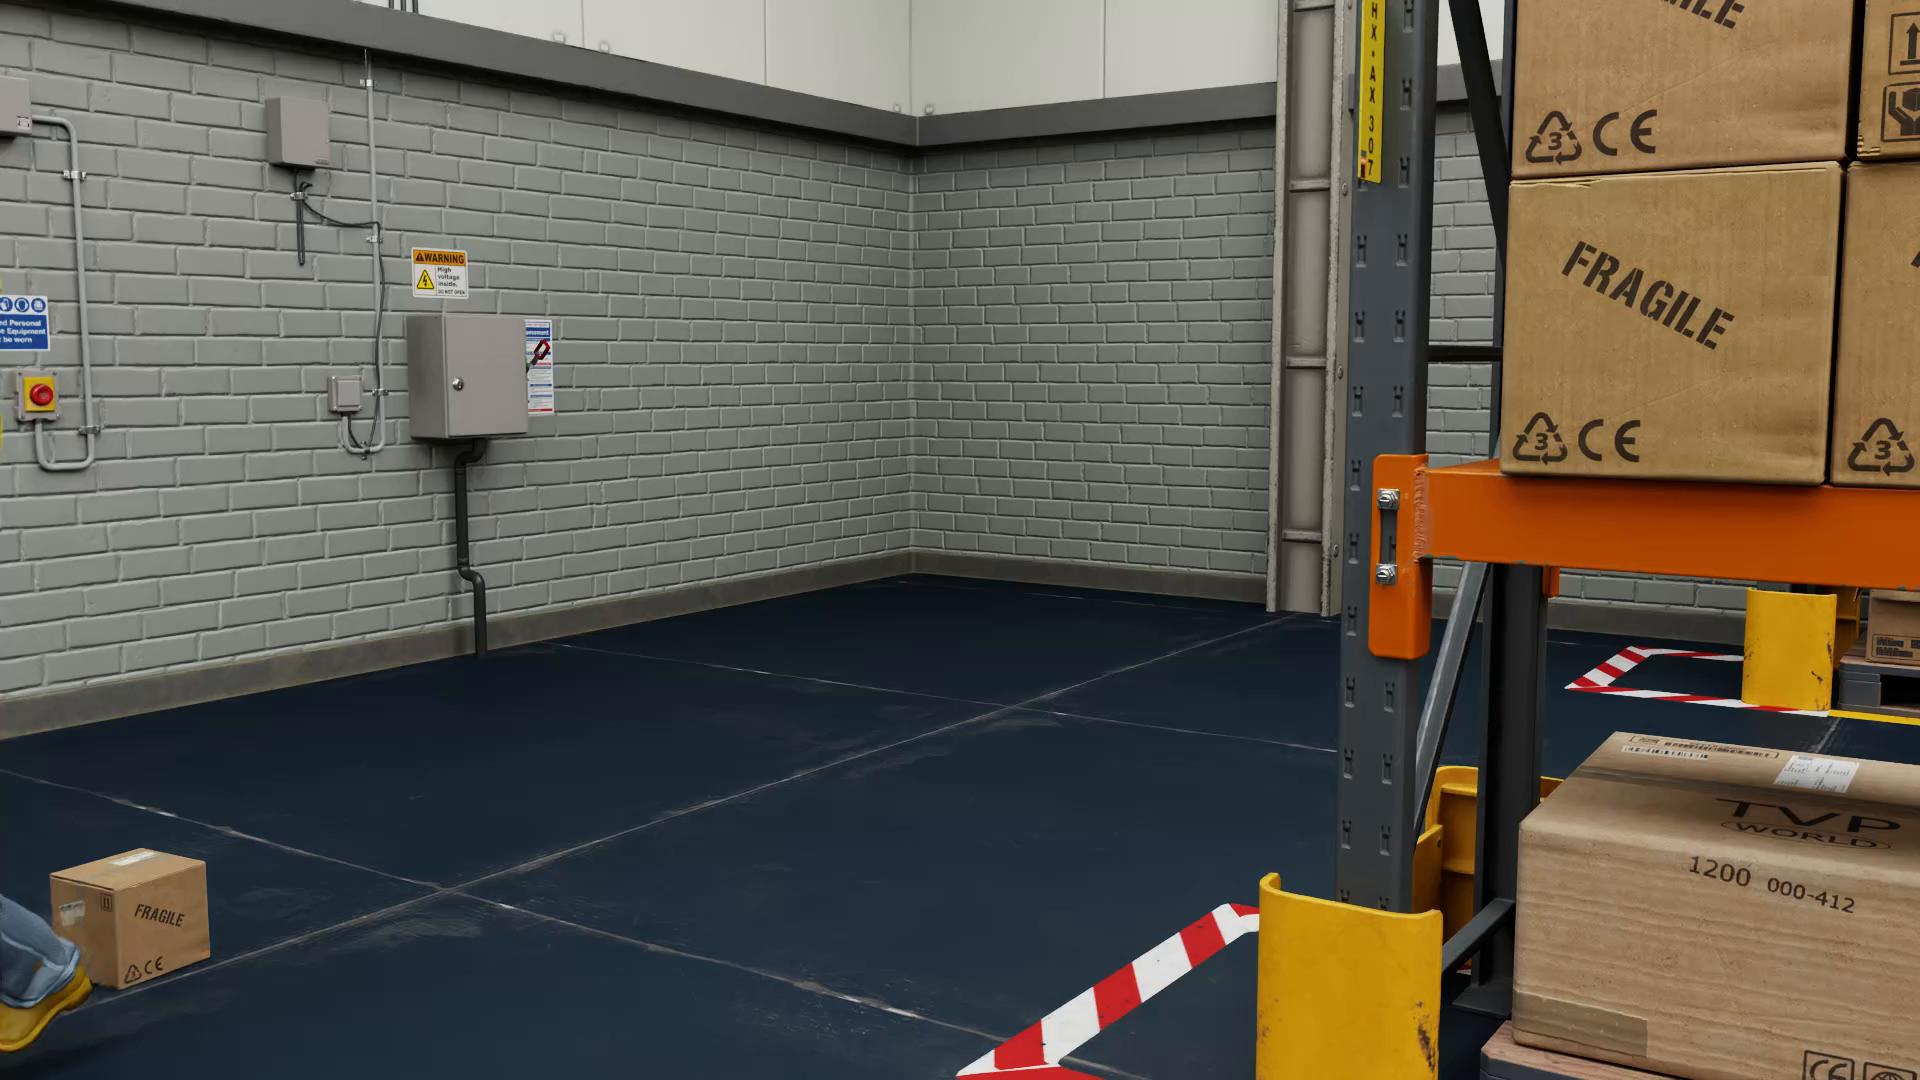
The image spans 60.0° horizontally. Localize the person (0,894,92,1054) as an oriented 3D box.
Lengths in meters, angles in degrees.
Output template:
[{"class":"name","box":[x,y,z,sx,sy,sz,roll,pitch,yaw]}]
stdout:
[{"class":"person","box":[-2.159,0.286,3.088,0.607,1.729,1.014,3,7,27]}]
